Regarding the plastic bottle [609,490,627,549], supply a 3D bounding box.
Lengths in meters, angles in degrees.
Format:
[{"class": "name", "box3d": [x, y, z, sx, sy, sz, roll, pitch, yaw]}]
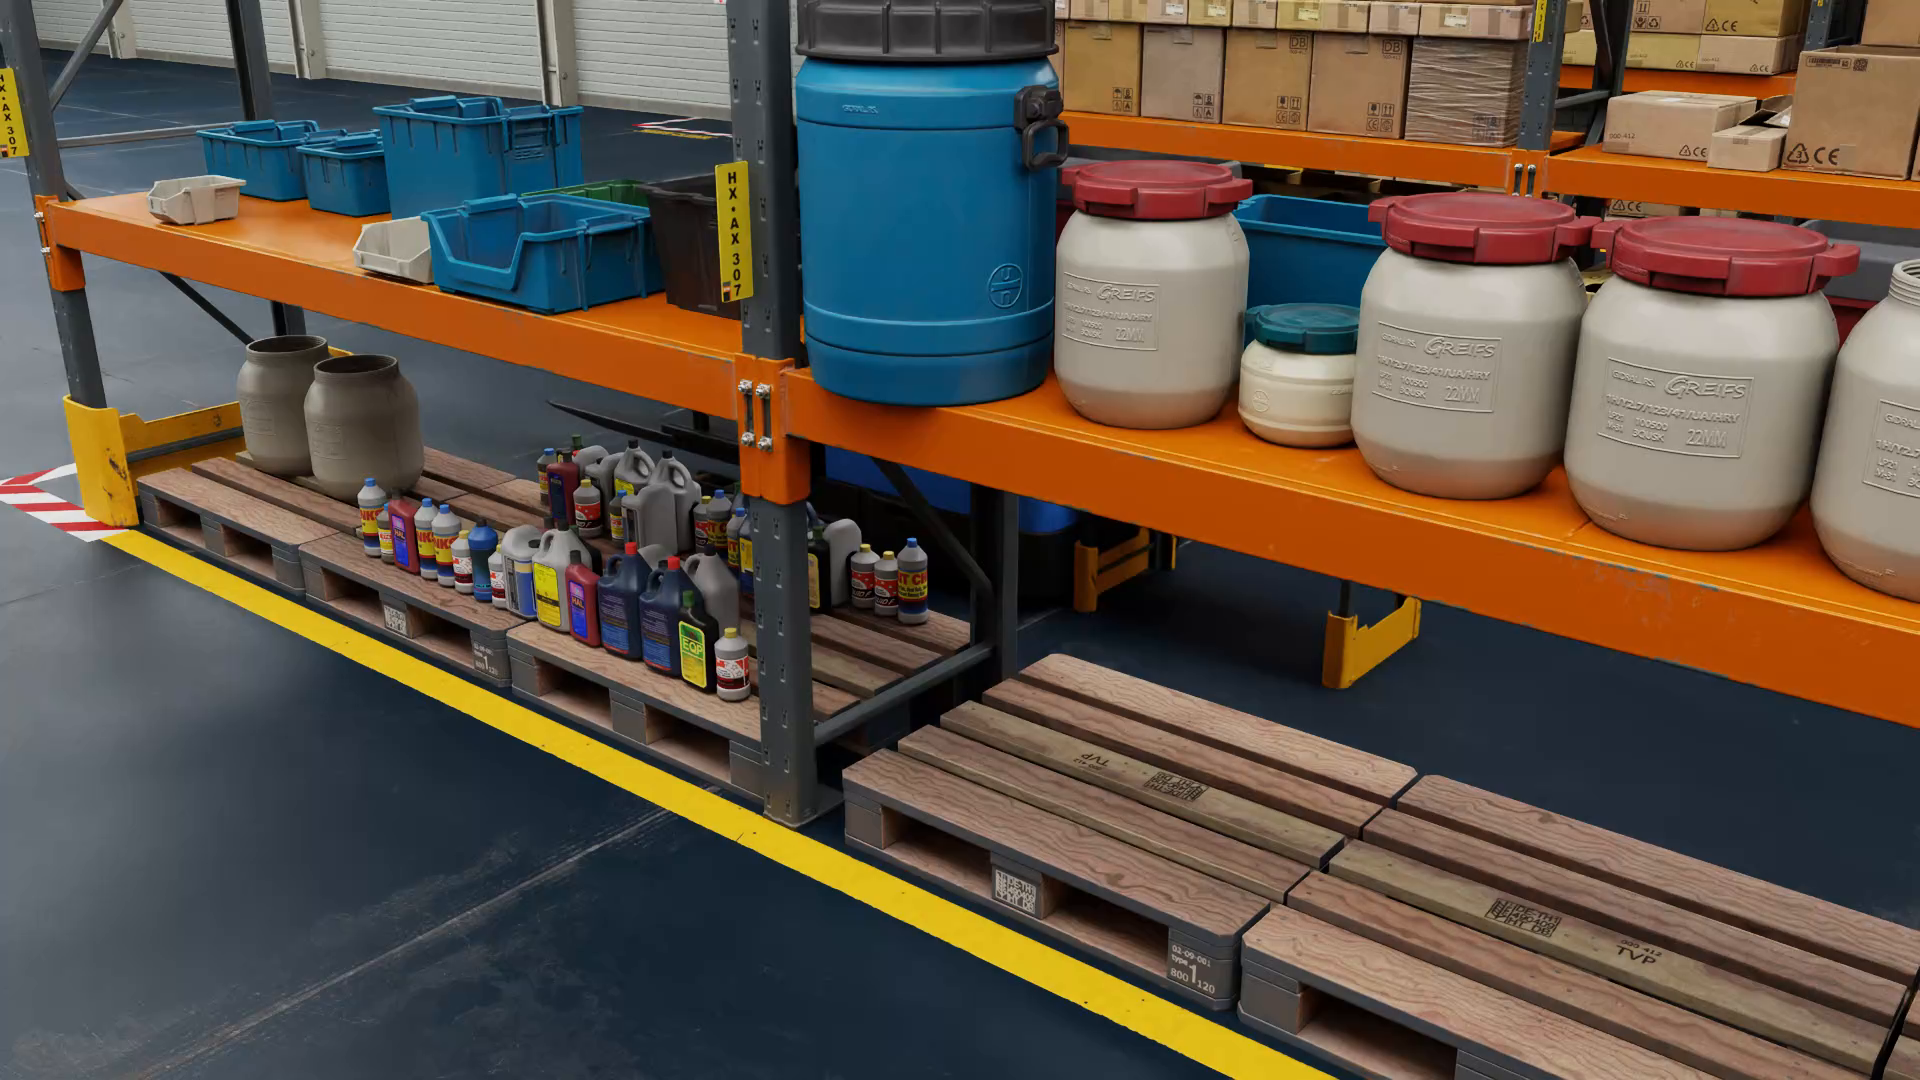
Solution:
[{"class": "plastic bottle", "box3d": [-1.207, -0.080, 5.972, 0.097, 0.201, 0.097, 0, 21, 0]}]

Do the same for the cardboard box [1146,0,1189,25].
[{"class": "cardboard box", "box3d": [1.212, -2.861, 8.942, 0.250, 0.149, 0.380, 16, 26, 37]}]

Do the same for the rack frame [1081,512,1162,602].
[{"class": "rack frame", "box3d": [0.601, -0.529, 5.945, 0.032, 1.500, 0.500, 16, 26, 36]}]

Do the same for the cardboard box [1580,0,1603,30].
[{"class": "cardboard box", "box3d": [4.746, -3.999, 12.142, 0.500, 0.500, 0.500, 15, 25, 35]}]

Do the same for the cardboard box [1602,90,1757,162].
[{"class": "cardboard box", "box3d": [3.362, -1.940, 7.773, 0.500, 0.250, 0.500, 18, 27, 40]}]

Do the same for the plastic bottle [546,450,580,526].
[{"class": "plastic bottle", "box3d": [-1.470, -0.199, 6.171, 0.133, 0.283, 0.061, 16, 26, 36]}]

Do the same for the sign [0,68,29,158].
[{"class": "sign", "box3d": [-3.632, -1.627, 6.339, 0.005, 0.325, 0.100, 16, 26, 36]}]

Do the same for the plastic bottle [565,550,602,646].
[{"class": "plastic bottle", "box3d": [-1.165, 0.178, 5.171, 0.133, 0.283, 0.061, 18, 27, 40]}]

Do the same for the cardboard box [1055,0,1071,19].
[{"class": "cardboard box", "box3d": [0.614, -3.033, 9.399, 0.250, 0.149, 0.380, 16, 26, 35]}]

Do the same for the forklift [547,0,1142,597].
[{"class": "forklift", "box3d": [-0.546, -1.565, 6.664, 3.031, 2.935, 1.130, 16, 26, 36]}]

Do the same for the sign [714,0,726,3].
[{"class": "sign", "box3d": [-2.830, -6.504, 19.614, 0.234, 0.329, 0.001, 16, 26, 36]}]

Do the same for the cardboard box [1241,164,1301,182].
[{"class": "cardboard box", "box3d": [1.628, -1.892, 9.672, 0.500, 0.500, 0.500, 16, 26, 36]}]

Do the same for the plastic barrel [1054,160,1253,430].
[{"class": "plastic barrel", "box3d": [0.420, -0.545, 3.669, 0.433, 0.535, 0.433, 0, 21, 0]}]

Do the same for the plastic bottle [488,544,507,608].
[{"class": "plastic bottle", "box3d": [-1.495, 0.113, 5.460, 0.097, 0.201, 0.097, 0, 21, 0]}]

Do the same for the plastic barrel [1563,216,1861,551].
[{"class": "plastic barrel", "box3d": [1.324, -0.284, 2.979, 0.433, 0.535, 0.433, 0, 21, 0]}]

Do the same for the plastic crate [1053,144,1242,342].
[{"class": "plastic crate", "box3d": [0.386, -0.760, 4.342, 0.583, 0.464, 0.402, 16, 26, 36]}]

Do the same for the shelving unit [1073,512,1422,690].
[{"class": "shelving unit", "box3d": [1.002, -0.413, 5.639, 1.083, 1.500, 0.587, 16, 26, 36]}]

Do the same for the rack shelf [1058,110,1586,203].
[{"class": "rack shelf", "box3d": [1.403, -2.217, 9.316, 4.000, 0.370, 1.077, 16, 26, 36]}]

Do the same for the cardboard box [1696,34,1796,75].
[{"class": "cardboard box", "box3d": [5.523, -3.425, 11.683, 0.500, 0.250, 0.500, 16, 26, 36]}]

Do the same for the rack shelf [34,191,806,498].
[{"class": "rack shelf", "box3d": [-1.732, -0.864, 5.728, 4.000, 0.370, 1.077, 16, 26, 36]}]

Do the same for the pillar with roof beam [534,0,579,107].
[{"class": "pillar with roof beam", "box3d": [-7.946, -8.743, 17.099, 0.400, 9.000, 9.100, 16, 26, 36]}]

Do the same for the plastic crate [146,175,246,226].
[{"class": "plastic crate", "box3d": [-2.791, -1.236, 6.068, 0.250, 0.136, 0.298, 16, 26, 36]}]

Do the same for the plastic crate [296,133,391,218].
[{"class": "plastic crate", "box3d": [-2.205, -1.401, 6.343, 0.408, 0.251, 0.499, 16, 26, 36]}]

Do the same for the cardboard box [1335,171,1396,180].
[{"class": "cardboard box", "box3d": [3.462, -3.124, 13.888, 0.500, 0.311, 0.500, 13, 24, 30]}]

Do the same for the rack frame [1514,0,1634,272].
[{"class": "rack frame", "box3d": [2.953, -2.108, 8.006, 0.127, 3.000, 1.000, 16, 26, 36]}]

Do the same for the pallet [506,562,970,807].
[{"class": "pallet", "box3d": [-0.676, 0.389, 5.337, 1.213, 0.211, 1.003, 16, 26, 36]}]

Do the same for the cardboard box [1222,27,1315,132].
[{"class": "cardboard box", "box3d": [1.806, -2.481, 8.854, 0.500, 0.500, 0.700, 17, 26, 37]}]

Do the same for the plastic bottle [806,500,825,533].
[{"class": "plastic bottle", "box3d": [-0.545, -0.014, 5.586, 0.185, 0.351, 0.144, 17, 26, 38]}]

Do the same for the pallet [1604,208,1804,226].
[{"class": "pallet", "box3d": [5.539, -2.298, 12.463, 1.213, 0.211, 1.003, 16, 26, 36]}]

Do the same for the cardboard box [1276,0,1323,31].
[{"class": "cardboard box", "box3d": [1.819, -2.688, 8.483, 0.250, 0.149, 0.380, 16, 26, 36]}]

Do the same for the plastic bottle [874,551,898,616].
[{"class": "plastic bottle", "box3d": [-0.231, 0.135, 5.400, 0.097, 0.201, 0.097, 0, 21, 0]}]

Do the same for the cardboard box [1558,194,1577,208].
[{"class": "cardboard box", "box3d": [4.855, -2.697, 12.986, 0.250, 0.149, 0.380, 14, 25, 32]}]

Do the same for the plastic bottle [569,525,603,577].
[{"class": "plastic bottle", "box3d": [-1.217, 0.097, 5.386, 0.133, 0.283, 0.061, 16, 26, 36]}]

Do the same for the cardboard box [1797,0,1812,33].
[{"class": "cardboard box", "box3d": [5.850, -3.915, 11.919, 0.500, 0.500, 0.500, 15, 26, 35]}]

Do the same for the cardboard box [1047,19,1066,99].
[{"class": "cardboard box", "box3d": [0.617, -2.823, 9.762, 0.500, 0.500, 0.700, 17, 26, 38]}]

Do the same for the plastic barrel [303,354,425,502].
[{"class": "plastic barrel", "box3d": [-2.335, -0.442, 6.519, 0.421, 0.512, 0.421, 0, 21, 0]}]

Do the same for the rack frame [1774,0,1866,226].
[{"class": "rack frame", "box3d": [6.082, -3.463, 11.599, 0.127, 3.000, 1.000, 16, 26, 36]}]

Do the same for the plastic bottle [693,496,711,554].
[{"class": "plastic bottle", "box3d": [-0.896, -0.056, 5.908, 0.097, 0.201, 0.097, 0, 21, 0]}]

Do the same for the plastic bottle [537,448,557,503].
[{"class": "plastic bottle", "box3d": [-1.581, -0.254, 6.432, 0.097, 0.201, 0.097, 0, 21, 0]}]

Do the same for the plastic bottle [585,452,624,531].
[{"class": "plastic bottle", "box3d": [-1.296, -0.194, 6.167, 0.135, 0.276, 0.152, 15, 25, 35]}]

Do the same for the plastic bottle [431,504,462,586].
[{"class": "plastic bottle", "box3d": [-1.731, 0.012, 5.628, 0.097, 0.271, 0.097, 0, 21, 0]}]

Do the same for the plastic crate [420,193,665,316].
[{"class": "plastic crate", "box3d": [-1.211, -0.858, 4.902, 0.616, 0.251, 0.499, 16, 26, 36]}]

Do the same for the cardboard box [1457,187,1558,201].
[{"class": "cardboard box", "box3d": [2.791, -1.558, 8.786, 0.500, 0.500, 0.500, 16, 26, 36]}]

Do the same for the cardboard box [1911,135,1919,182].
[{"class": "cardboard box", "box3d": [4.333, -1.749, 6.914, 0.500, 0.500, 0.500, 16, 26, 36]}]

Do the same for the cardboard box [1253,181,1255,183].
[{"class": "cardboard box", "box3d": [1.289, -1.745, 9.284, 0.500, 0.500, 0.500, 16, 26, 36]}]

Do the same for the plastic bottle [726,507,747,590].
[{"class": "plastic bottle", "box3d": [-0.734, 0.023, 5.598, 0.097, 0.271, 0.097, 0, 21, 0]}]

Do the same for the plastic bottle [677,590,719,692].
[{"class": "plastic bottle", "box3d": [-0.764, 0.293, 4.865, 0.133, 0.283, 0.061, 18, 27, 39]}]

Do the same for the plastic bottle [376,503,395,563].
[{"class": "plastic bottle", "box3d": [-1.993, -0.031, 5.841, 0.097, 0.201, 0.097, 0, 21, 0]}]

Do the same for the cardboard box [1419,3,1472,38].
[{"class": "cardboard box", "box3d": [2.416, -2.516, 8.027, 0.250, 0.149, 0.380, 15, 26, 35]}]
